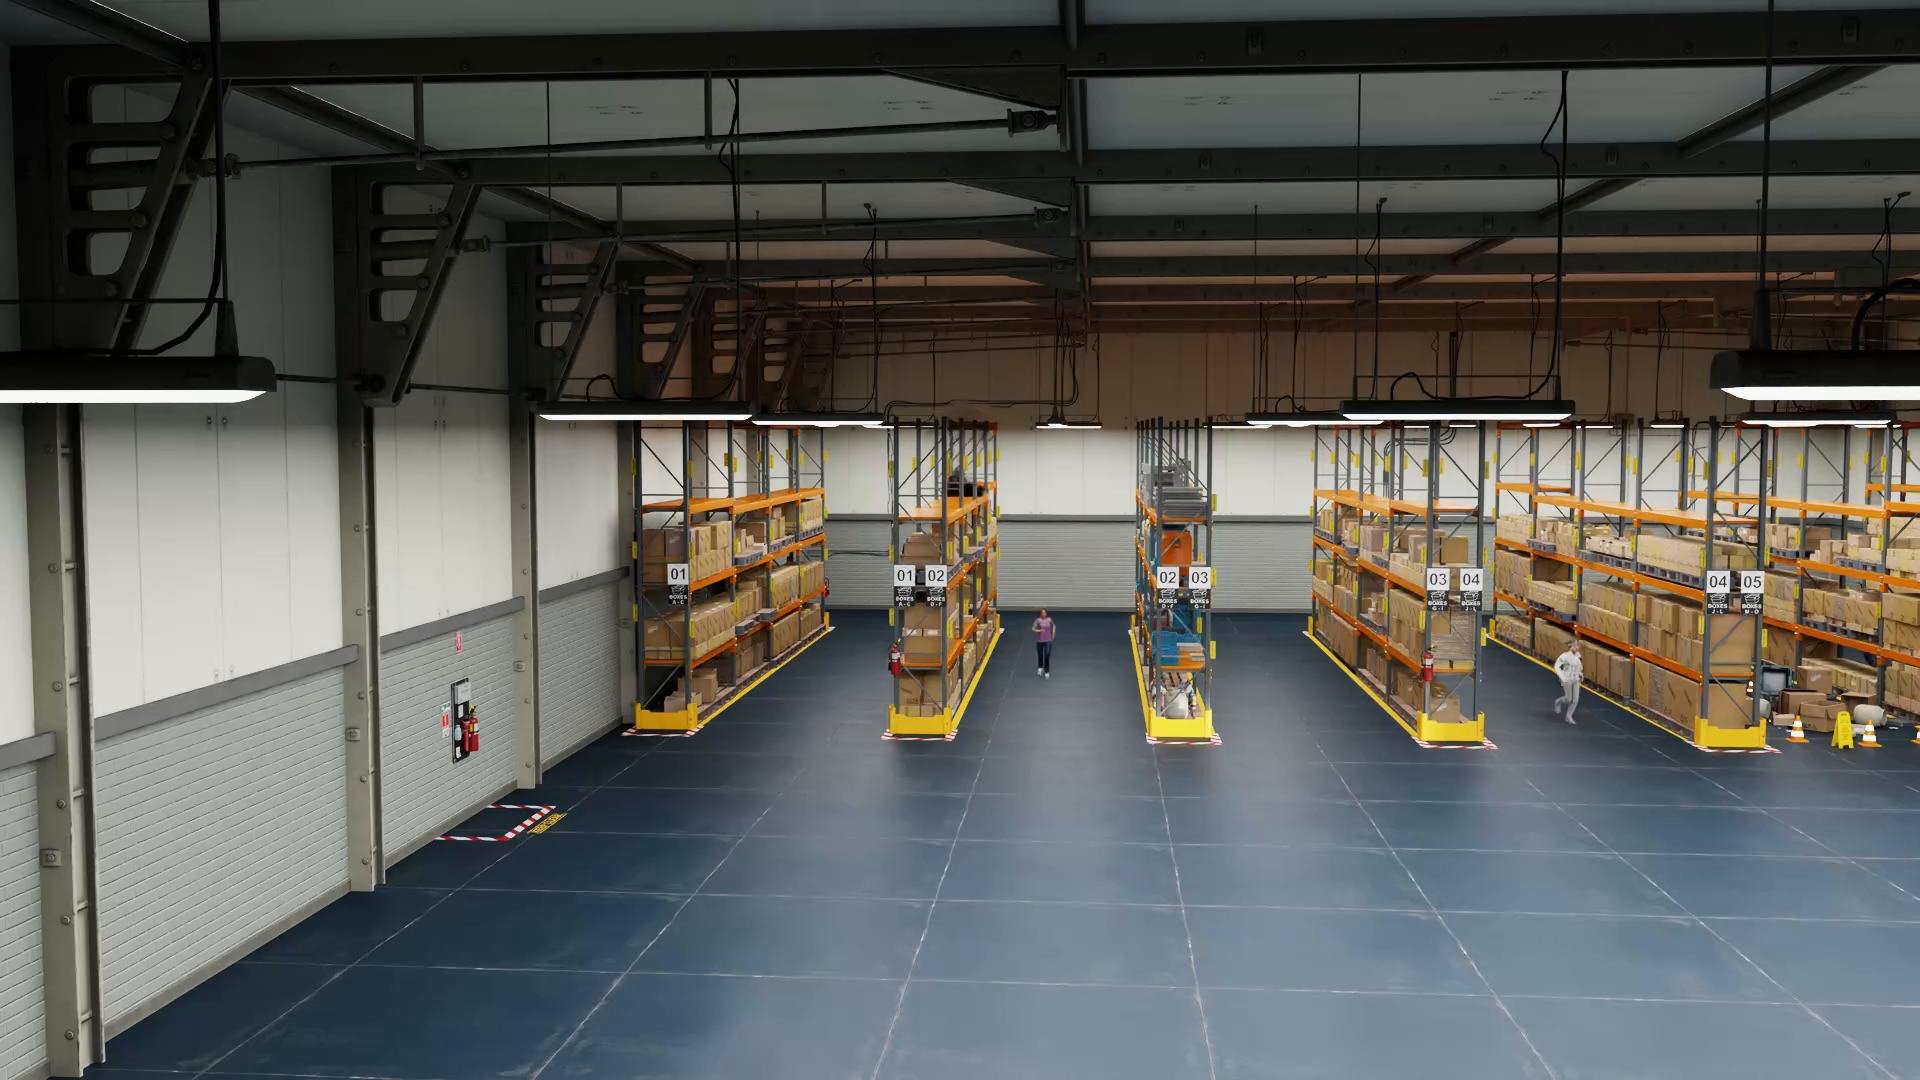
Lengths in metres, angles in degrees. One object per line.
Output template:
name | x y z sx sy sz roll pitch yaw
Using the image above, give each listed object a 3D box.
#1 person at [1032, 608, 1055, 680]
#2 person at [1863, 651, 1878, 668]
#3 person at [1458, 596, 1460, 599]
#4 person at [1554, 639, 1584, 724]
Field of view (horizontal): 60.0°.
person | 1.937 2.393 38.631 0.565 1.616 0.778 0 4 -3
person | 21.613 2.351 39.323 0.626 1.644 0.637 0 4 5
person | 13.294 1.997 43.388 0.654 1.835 0.735 1 4 8
person | 12.026 2.763 32.826 0.641 1.666 0.621 -1 4 -17
